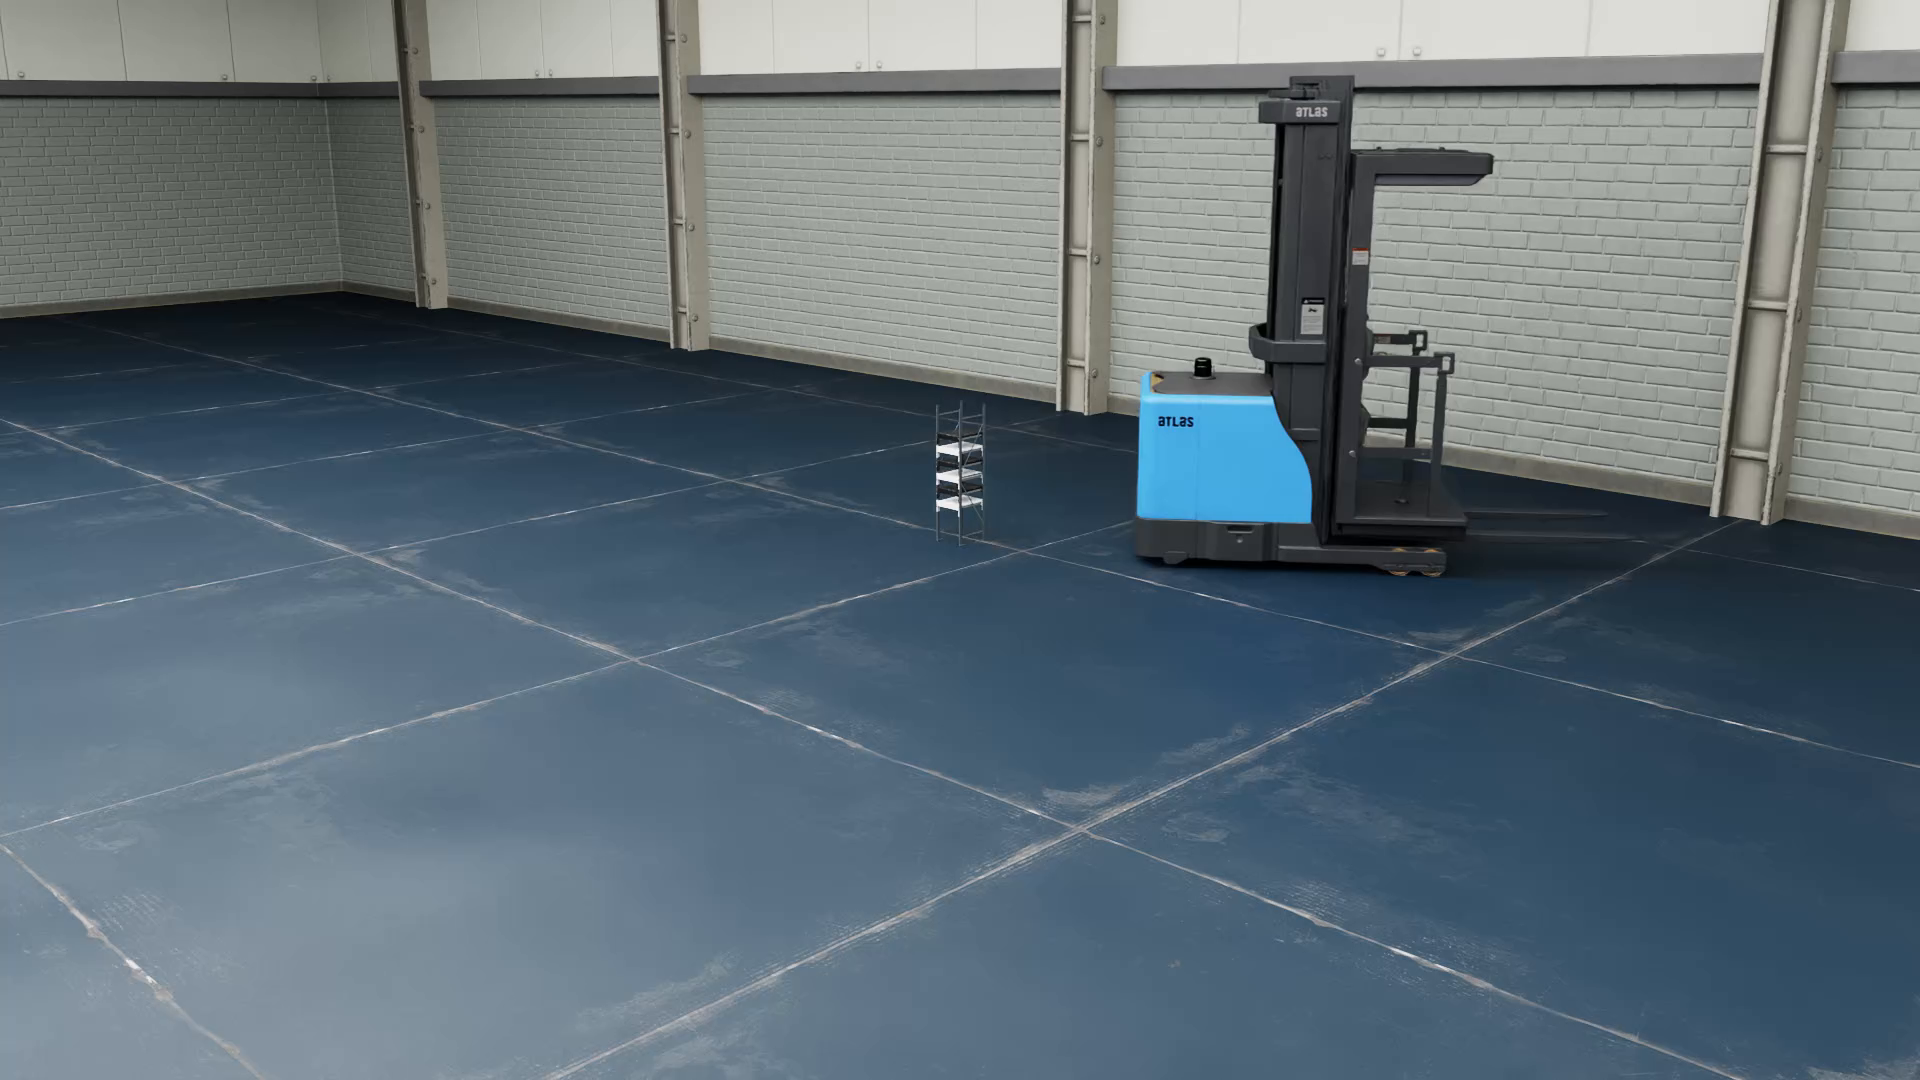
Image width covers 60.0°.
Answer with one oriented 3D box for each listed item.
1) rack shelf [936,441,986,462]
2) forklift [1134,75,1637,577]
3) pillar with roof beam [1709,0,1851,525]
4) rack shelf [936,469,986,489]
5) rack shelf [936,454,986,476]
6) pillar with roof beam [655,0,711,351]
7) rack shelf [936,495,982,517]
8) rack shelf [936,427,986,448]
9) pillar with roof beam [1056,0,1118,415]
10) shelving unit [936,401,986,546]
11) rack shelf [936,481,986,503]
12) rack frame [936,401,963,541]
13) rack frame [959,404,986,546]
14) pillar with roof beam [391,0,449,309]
[{"bbox_3d":[0.006,-0.576,10.776,0.200,0.077,0.258,14,20,42],"label":"rack shelf"},{"bbox_3d":[2.635,-1.336,10.246,3.031,2.935,1.130,2,15,6],"label":"forklift"},{"bbox_3d":[2.478,-3.735,7.418,0.400,9.000,9.100,14,20,42],"label":"pillar with roof beam"},{"bbox_3d":[0.006,-0.402,10.822,0.200,0.077,0.258,14,20,42],"label":"rack shelf"},{"bbox_3d":[0.006,-0.489,10.799,0.200,0.077,0.258,14,20,42],"label":"rack shelf"},{"bbox_3d":[-6.161,-5.835,15.478,0.400,9.000,9.100,14,20,42],"label":"pillar with roof beam"},{"bbox_3d":[0.006,-0.228,10.867,0.200,0.077,0.258,14,20,42],"label":"rack shelf"},{"bbox_3d":[0.006,-0.663,10.753,0.200,0.077,0.258,14,20,42],"label":"rack shelf"},{"bbox_3d":[-1.842,-4.785,11.448,0.400,9.000,9.100,14,20,42],"label":"pillar with roof beam"},{"bbox_3d":[0.006,-0.434,10.813,0.210,0.900,0.258,14,20,42],"label":"shelving unit"},{"bbox_3d":[0.006,-0.315,10.844,0.200,0.077,0.258,14,20,42],"label":"rack shelf"},{"bbox_3d":[-0.067,-0.452,10.881,0.006,0.900,0.240,14,20,42],"label":"rack frame"},{"bbox_3d":[0.079,-0.416,10.745,0.006,0.900,0.240,14,20,42],"label":"rack frame"},{"bbox_3d":[-10.480,-6.885,19.509,0.400,9.000,9.100,14,20,42],"label":"pillar with roof beam"}]
